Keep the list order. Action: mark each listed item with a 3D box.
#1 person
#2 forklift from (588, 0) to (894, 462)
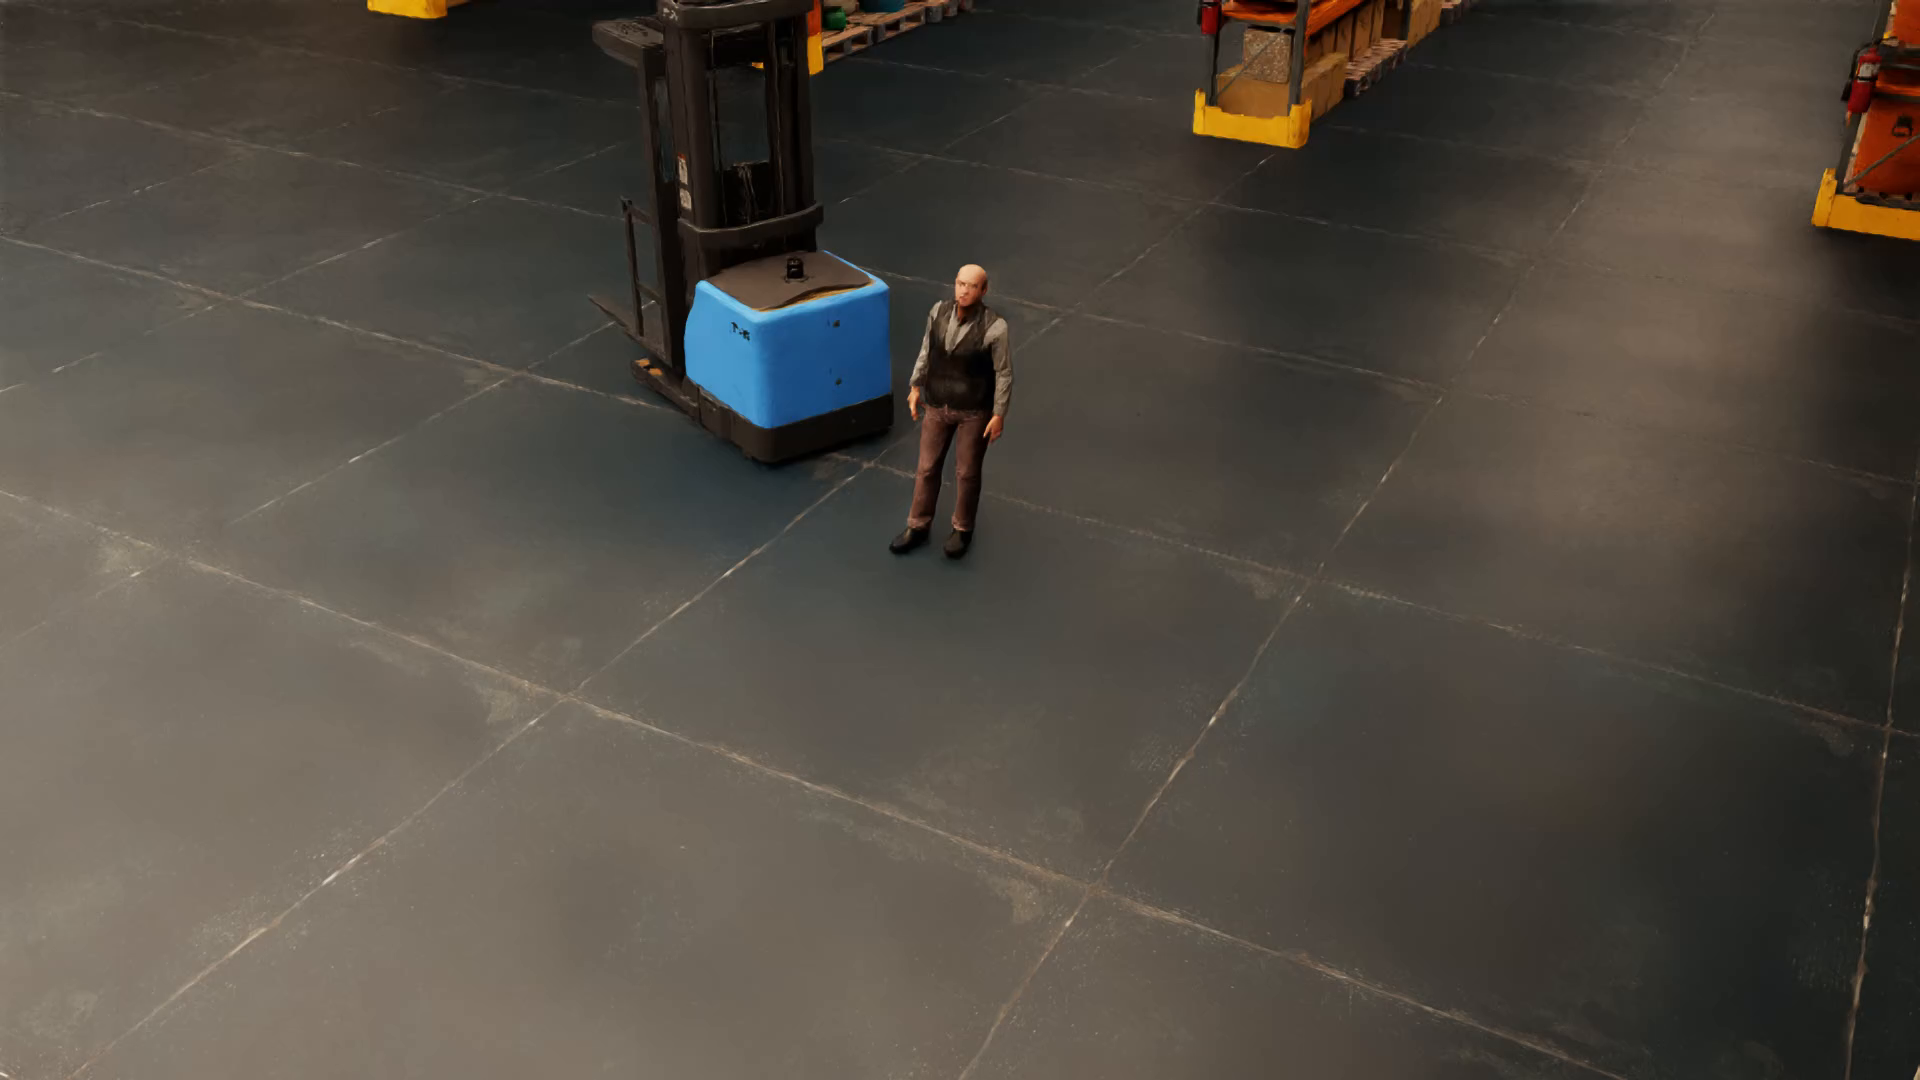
[{"bbox_3d":[-0.037,-0.726,9.525,0.632,1.720,0.567,15,33,25],"label":"person"},{"bbox_3d":[-1.713,-2.454,11.323,1.130,2.935,3.031,-20,35,-30],"label":"forklift"}]
